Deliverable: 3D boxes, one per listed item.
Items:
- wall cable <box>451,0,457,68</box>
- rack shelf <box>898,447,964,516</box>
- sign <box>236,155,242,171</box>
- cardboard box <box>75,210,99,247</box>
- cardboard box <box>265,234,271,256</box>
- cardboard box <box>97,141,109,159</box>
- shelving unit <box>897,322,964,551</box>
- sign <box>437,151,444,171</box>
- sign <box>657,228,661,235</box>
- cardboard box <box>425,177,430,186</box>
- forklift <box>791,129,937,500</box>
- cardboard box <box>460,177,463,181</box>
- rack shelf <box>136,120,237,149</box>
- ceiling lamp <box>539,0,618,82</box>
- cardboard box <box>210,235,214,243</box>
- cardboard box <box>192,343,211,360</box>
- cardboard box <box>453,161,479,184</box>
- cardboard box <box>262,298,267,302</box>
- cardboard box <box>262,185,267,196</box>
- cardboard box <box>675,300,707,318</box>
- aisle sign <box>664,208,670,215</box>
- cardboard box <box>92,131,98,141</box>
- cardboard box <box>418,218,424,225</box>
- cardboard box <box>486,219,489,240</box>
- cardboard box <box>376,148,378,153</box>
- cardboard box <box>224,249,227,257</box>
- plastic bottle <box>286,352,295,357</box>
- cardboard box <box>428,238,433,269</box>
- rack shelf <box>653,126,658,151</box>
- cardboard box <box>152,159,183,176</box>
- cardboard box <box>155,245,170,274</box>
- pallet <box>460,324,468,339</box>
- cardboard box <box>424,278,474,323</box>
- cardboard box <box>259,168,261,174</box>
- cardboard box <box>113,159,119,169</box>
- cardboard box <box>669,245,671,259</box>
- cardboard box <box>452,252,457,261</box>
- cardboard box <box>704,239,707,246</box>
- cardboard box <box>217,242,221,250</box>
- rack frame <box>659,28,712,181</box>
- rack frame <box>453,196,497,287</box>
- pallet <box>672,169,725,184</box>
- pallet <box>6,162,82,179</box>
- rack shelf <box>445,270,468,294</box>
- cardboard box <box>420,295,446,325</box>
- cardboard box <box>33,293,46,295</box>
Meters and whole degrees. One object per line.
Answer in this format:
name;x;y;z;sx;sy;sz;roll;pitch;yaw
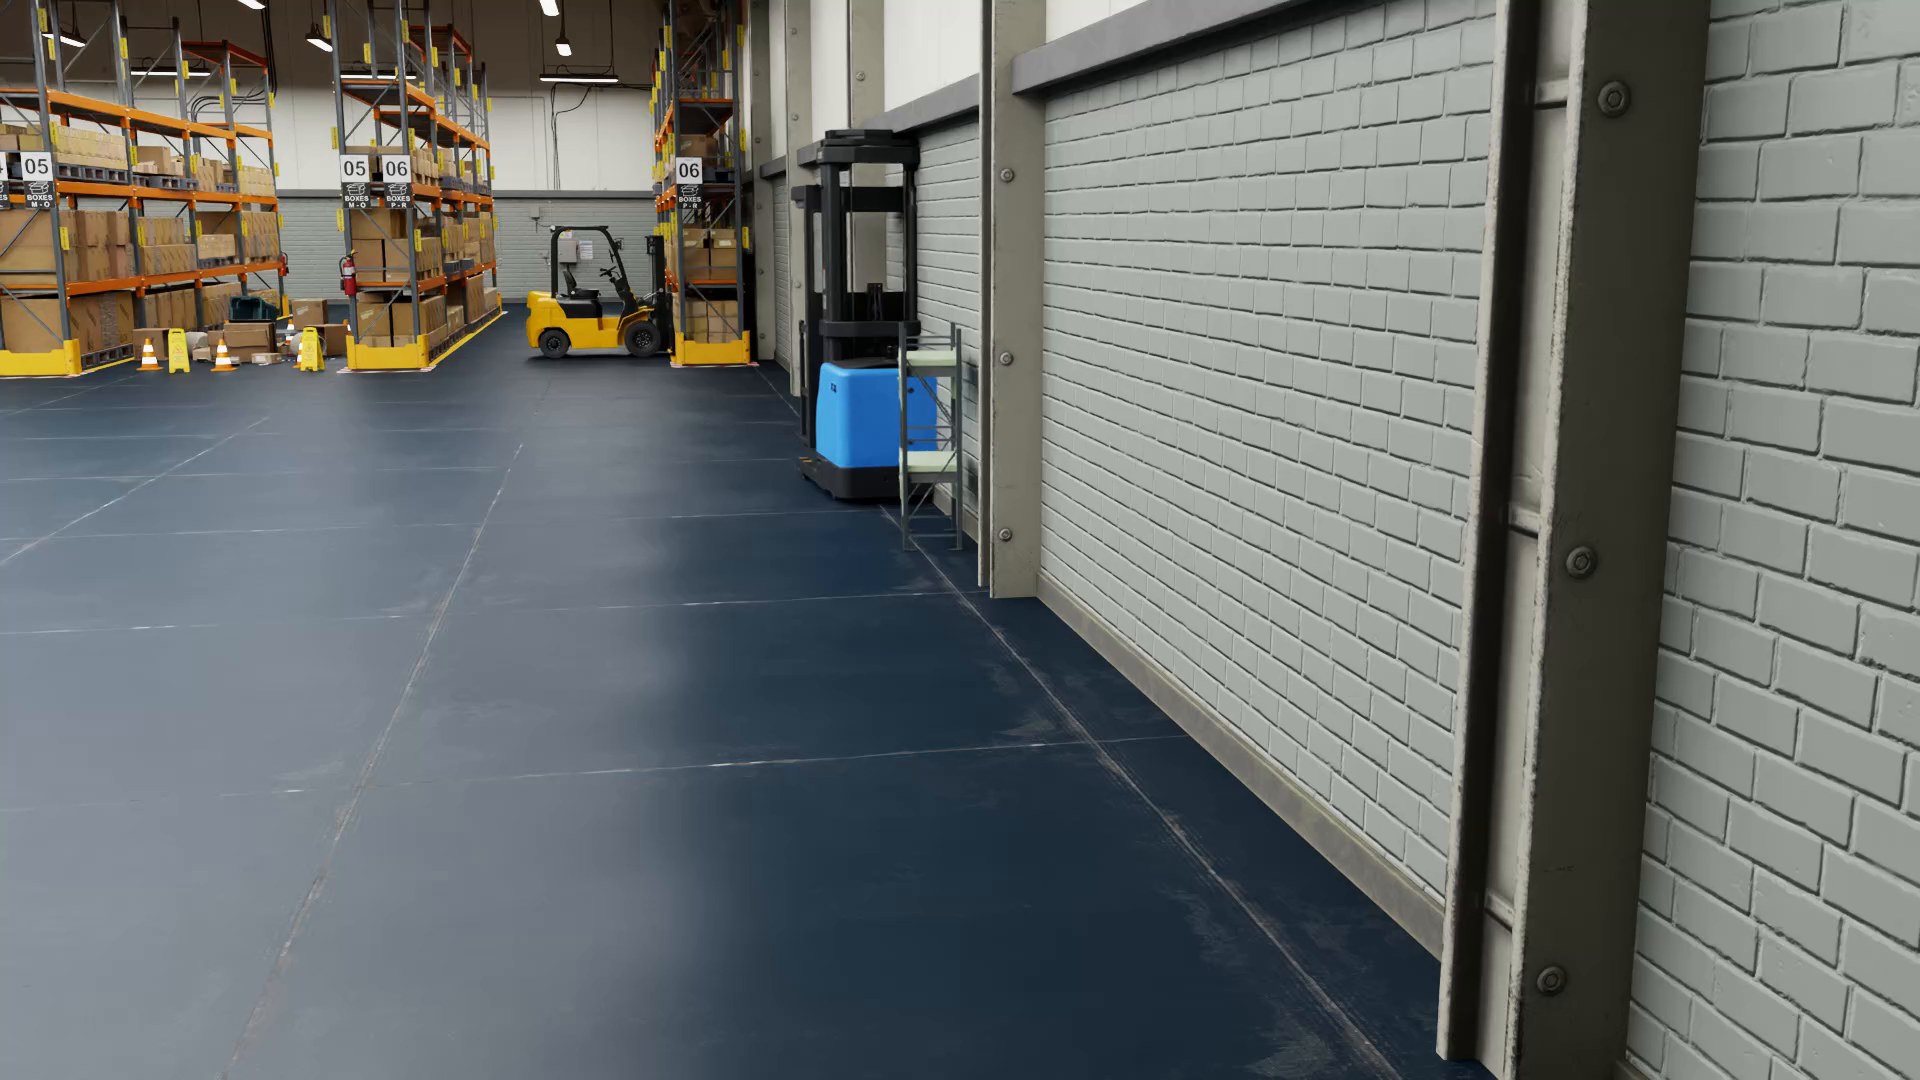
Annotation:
wall cable;-14.829;-13.934;44.791;2.355;3.000;0.029;-2;11;-11
rack shelf;-0.207;-0.414;11.598;0.431;0.370;0.720;-1;11;-3
sign;-15.442;-8.073;35.630;0.100;0.325;0.005;-2;11;-11
cardboard box;-13.859;-4.809;25.651;0.875;0.550;0.550;-2;11;-11
cardboard box;-16.221;-6.800;38.336;0.500;0.500;0.500;-2;11;-11
cardboard box;-13.889;-6.200;26.440;0.500;0.250;0.500;-2;11;-12
shelving unit;-0.208;-0.734;11.537;0.431;1.500;0.755;-1;11;-3
sign;-9.063;-6.611;29.003;0.100;0.325;0.005;-2;11;-11
sign;-6.813;-6.915;37.689;0.100;0.325;0.005;-2;11;-11
cardboard box;-9.047;-5.976;27.723;0.380;0.149;0.250;-2;11;-9
forklift;-0.830;-1.988;14.304;1.130;2.935;3.031;-3;11;-15
cardboard box;-10.635;-7.553;34.838;0.380;0.166;0.250;-1;11;-6
rack shelf;-15.597;-8.161;33.503;1.077;0.370;4.000;-2;11;-11
ceiling lamp;-9.865;-13.466;42.767;2.000;3.185;0.800;-2;11;-11
cardboard box;-15.365;-6.105;33.709;0.380;0.149;0.250;-2;11;-9
cardboard box;-12.289;-3.072;27.129;0.396;0.266;0.258;0;11;-1
cardboard box;-11.059;-8.223;37.198;0.500;0.500;0.500;-2;11;-10
cardboard box;-16.053;-5.443;37.978;0.380;0.149;0.250;-2;11;-10
cardboard box;-16.226;-8.006;38.116;0.500;0.250;0.500;-2;11;-9
cardboard box;-4.344;-3.730;26.827;0.500;0.250;0.500;-2;11;-9
aisle sign;-7.361;-8.523;41.502;0.394;0.787;0.004;-2;11;-11
cardboard box;-13.751;-6.327;26.042;0.380;0.149;0.250;-2;11;-10
cardboard box;-10.729;-6.222;33.420;0.500;0.500;0.500;-2;11;-13
cardboard box;-11.281;-7.246;38.802;0.500;0.500;0.500;-2;11;-11
cardboard box;-9.252;-6.017;25.802;0.380;0.149;0.250;-2;11;-12
cardboard box;-15.568;-6.009;34.793;0.380;0.149;0.250;-3;11;-14
plastic bottle;-11.183;-3.114;27.893;0.133;0.061;0.283;0;11;-1
cardboard box;-8.947;-4.702;27.316;0.500;0.500;0.500;-2;11;-12
rack shelf;-6.671;-9.470;39.315;1.077;0.370;4.000;-2;11;-11
cardboard box;-14.710;-6.902;30.761;0.500;0.311;0.500;-2;11;-11
cardboard box;-14.462;-5.004;29.695;0.500;0.500;0.500;-2;11;-11
pallet;-10.222;-4.083;32.582;1.003;0.211;1.213;-2;11;-11
cardboard box;-10.425;-4.888;33.916;0.875;0.875;0.875;-2;11;-12
cardboard box;-16.261;-8.467;38.133;0.380;0.149;0.250;-2;11;-12
cardboard box;-13.945;-6.121;27.090;0.380;0.149;0.250;-2;11;-10
cardboard box;-5.072;-5.296;30.564;0.500;0.250;0.500;-2;11;-12
cardboard box;-9.618;-5.298;31.059;0.380;0.149;0.250;-2;11;-9
cardboard box;-4.240;-5.173;28.851;0.380;0.149;0.250;-2;11;-9
cardboard box;-15.455;-6.053;34.227;0.380;0.149;0.250;-2;11;-11
rack frame;-5.504;-8.724;33.466;1.000;3.000;0.127;-2;11;-11
rack frame;-11.928;-7.063;40.784;1.000;3.000;0.127;-2;11;-11
pallet;-4.301;-6.095;27.910;1.003;0.211;1.213;-2;11;-11
pallet;-13.807;-5.496;24.764;1.003;0.211;1.213;-2;11;-11
rack shelf;-9.983;-4.876;31.215;1.077;0.370;4.000;-2;11;-11
cardboard box;-9.216;-3.988;28.849;0.500;0.500;0.500;-2;11;-12
cardboard box;-21.269;-5.584;37.571;0.875;0.875;0.875;-2;11;-11
